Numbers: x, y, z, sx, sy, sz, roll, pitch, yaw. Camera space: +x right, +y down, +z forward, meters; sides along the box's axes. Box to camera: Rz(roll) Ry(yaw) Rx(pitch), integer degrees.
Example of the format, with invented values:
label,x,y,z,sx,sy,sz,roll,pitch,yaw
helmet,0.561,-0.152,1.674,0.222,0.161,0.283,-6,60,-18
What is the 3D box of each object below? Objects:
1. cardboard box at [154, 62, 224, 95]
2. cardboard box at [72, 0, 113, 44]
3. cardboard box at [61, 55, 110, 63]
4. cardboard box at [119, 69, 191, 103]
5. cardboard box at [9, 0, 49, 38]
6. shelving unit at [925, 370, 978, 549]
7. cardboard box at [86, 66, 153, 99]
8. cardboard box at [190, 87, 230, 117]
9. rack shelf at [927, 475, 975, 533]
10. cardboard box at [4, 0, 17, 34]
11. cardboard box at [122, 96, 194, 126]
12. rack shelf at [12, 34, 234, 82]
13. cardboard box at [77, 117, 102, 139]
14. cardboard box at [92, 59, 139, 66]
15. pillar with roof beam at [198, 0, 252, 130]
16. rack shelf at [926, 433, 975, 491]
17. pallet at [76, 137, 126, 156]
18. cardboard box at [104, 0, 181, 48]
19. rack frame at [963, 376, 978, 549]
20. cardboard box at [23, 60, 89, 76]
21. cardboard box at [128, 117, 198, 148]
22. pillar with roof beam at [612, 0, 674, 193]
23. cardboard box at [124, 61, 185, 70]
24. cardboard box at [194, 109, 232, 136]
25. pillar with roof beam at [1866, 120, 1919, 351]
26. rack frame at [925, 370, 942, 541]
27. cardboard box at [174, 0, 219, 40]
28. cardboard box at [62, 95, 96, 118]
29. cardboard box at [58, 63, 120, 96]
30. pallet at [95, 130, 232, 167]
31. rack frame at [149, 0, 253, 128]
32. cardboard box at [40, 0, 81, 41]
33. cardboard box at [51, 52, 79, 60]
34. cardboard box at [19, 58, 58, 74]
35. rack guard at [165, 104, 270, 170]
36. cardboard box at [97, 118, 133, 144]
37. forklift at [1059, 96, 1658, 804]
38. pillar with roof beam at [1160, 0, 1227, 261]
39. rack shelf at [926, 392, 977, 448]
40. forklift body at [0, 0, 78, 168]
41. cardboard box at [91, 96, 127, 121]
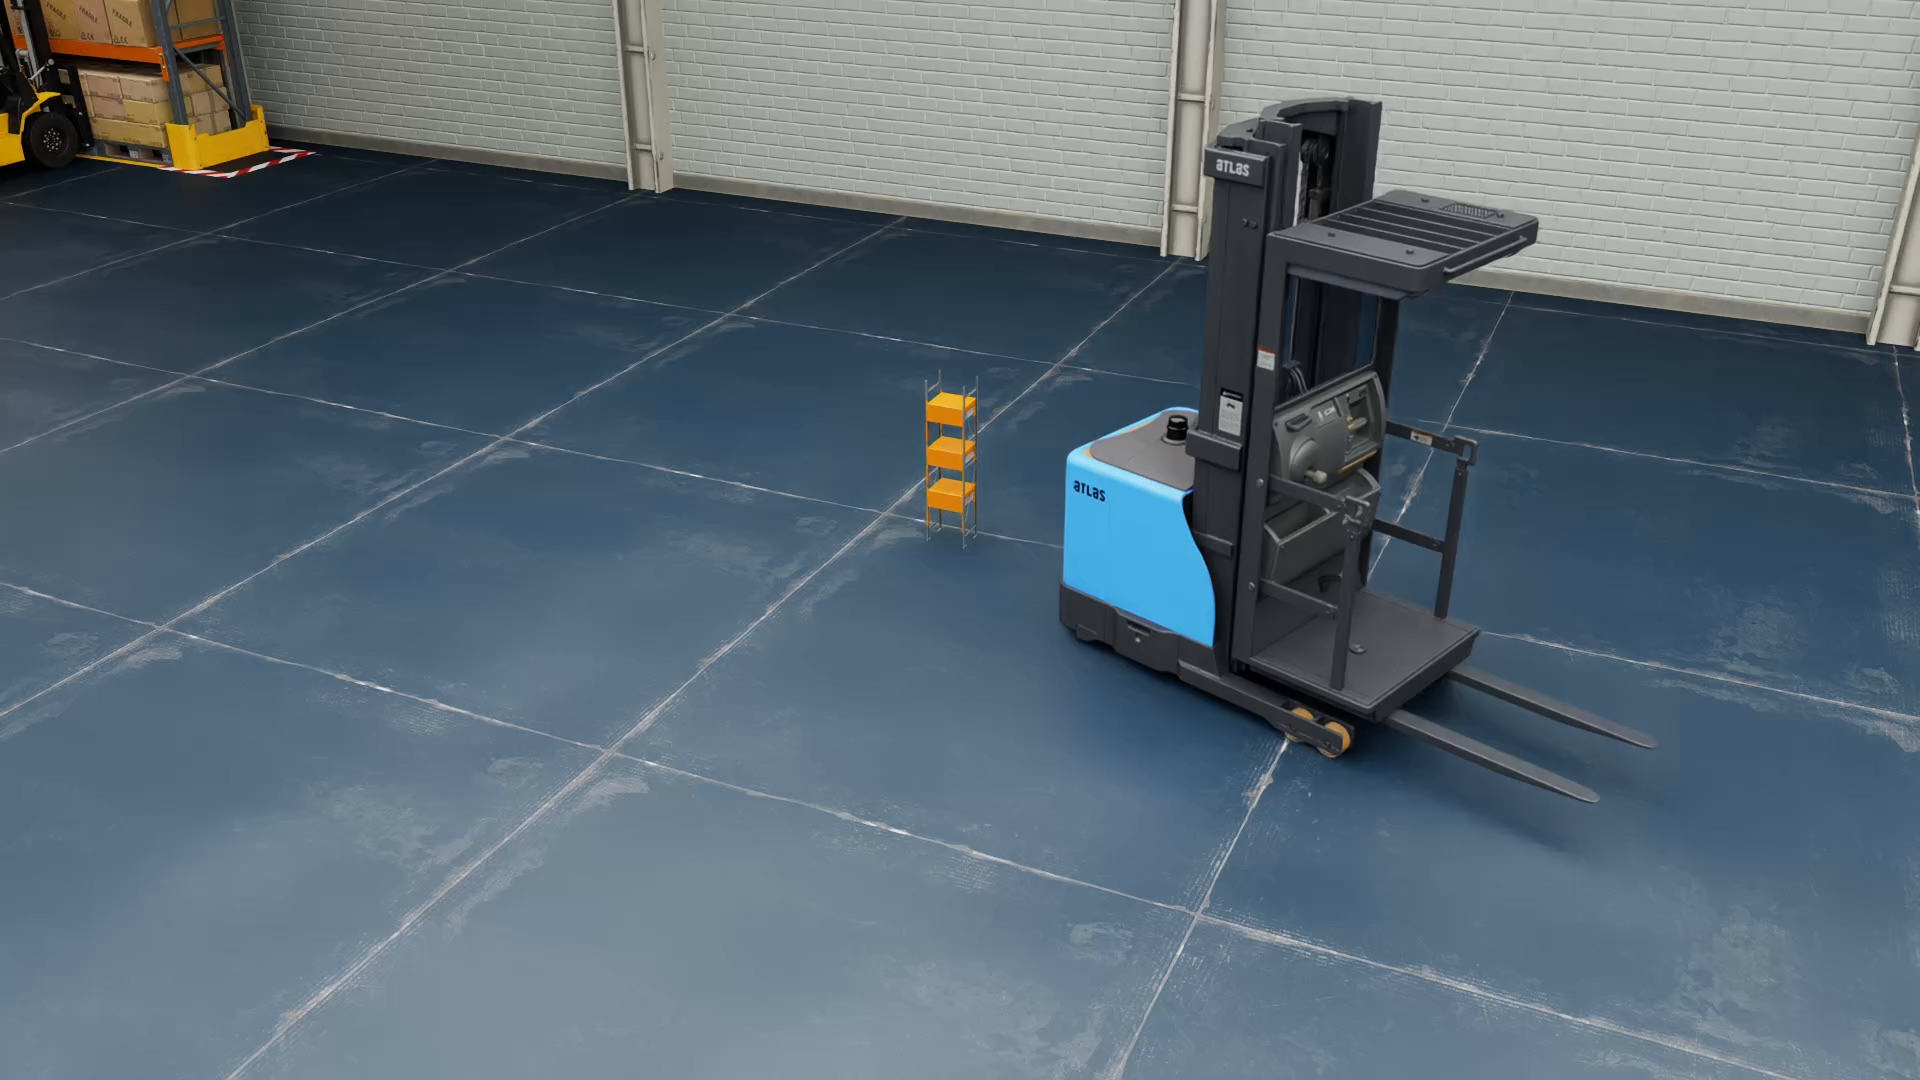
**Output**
label,x,y,z,sx,sy,sz,roll,pitch,yaw
cardboard box,-8.891,-5.327,19.179,0.500,0.250,0.500,11,28,21
cardboard box,-9.557,-5.887,18.699,0.500,0.500,0.500,12,29,23
cardboard box,-10.261,-5.609,19.752,0.500,0.250,0.500,11,28,21
cardboard box,-9.080,-5.122,18.763,0.500,0.250,0.500,12,29,24
cardboard box,-10.485,-6.069,19.067,0.500,0.500,0.500,12,28,22
shelving unit,-0.049,-0.481,10.038,0.252,1.050,0.215,11,28,22
cardboard box,-9.547,-5.213,18.947,0.500,0.250,0.500,12,29,23
cardboard box,-8.874,-5.108,19.301,0.500,0.250,0.500,12,29,23
rack shelf,-0.049,-0.222,10.165,0.240,0.259,0.215,11,28,22
cardboard box,-10.934,-6.169,19.271,0.500,0.500,0.500,11,28,21
cardboard box,-9.104,-4.902,18.882,0.500,0.250,0.500,11,28,21
rack shelf,-10.352,-5.803,19.454,4.000,0.370,1.077,11,28,22
cardboard box,-9.990,-4.863,19.369,0.500,0.250,0.500,12,29,22
cardboard box,-9.798,-5.513,19.556,0.500,0.250,0.500,11,28,21
pillar with roof beam,-10.574,-7.210,14.706,0.400,9.000,9.100,11,28,22
rack shelf,-0.049,-0.471,10.043,0.240,0.259,0.215,11,28,22
pallet,-10.352,-4.855,19.873,1.213,0.211,1.003,11,28,22
cardboard box,-9.088,-5.789,18.499,0.500,0.500,0.500,11,28,21
rack frame,0.062,-0.458,9.993,0.008,1.050,0.200,11,28,22
cardboard box,-10.469,-5.397,19.321,0.500,0.250,0.500,11,28,21
cardboard box,-9.090,-4.673,18.984,0.500,0.250,0.500,12,28,22
pillar with roof beam,-5.112,-6.113,12.478,0.400,9.000,9.100,11,28,22
cardboard box,-9.347,-5.417,19.362,0.500,0.250,0.500,11,28,22
cardboard box,-8.898,-4.883,19.409,0.500,0.250,0.500,11,28,22
pillar with roof beam,5.811,-3.919,8.022,0.400,9.000,9.100,11,28,22
rack frame,-0.160,-0.503,10.083,0.008,1.050,0.200,11,28,22
cardboard box,-8.867,-6.007,18.941,0.500,0.500,0.500,12,29,23
cardboard box,-10.035,-5.084,19.252,0.500,0.250,0.500,11,28,21
cardboard box,-10.010,-5.301,19.127,0.500,0.250,0.500,12,29,22
pallet,-9.245,-4.632,19.418,1.213,0.211,1.003,11,28,22
rack frame,-8.531,-5.760,18.553,0.127,3.000,1.000,11,28,22
cardboard box,-10.023,-5.981,18.889,0.500,0.500,0.500,11,28,21
cardboard box,-10.722,-5.698,19.932,0.500,0.250,0.500,12,28,22
cardboard box,-10.943,-5.496,19.522,0.500,0.250,0.500,12,29,24
rack guard,-8.510,-4.634,19.096,0.348,0.500,1.175,11,28,22
cardboard box,-9.539,-4.768,19.176,0.500,0.250,0.500,11,28,22
forklift,1.958,-0.517,7.982,3.031,2.935,1.130,23,34,38
pillar with roof beam,0.349,-5.016,10.250,0.400,9.000,9.100,11,28,22
rack shelf,-0.049,-0.726,9.917,0.240,0.259,0.215,11,28,22
forklift body,-11.013,-4.992,17.954,1.214,2.155,2.313,11,28,22
cardboard box,-9.556,-4.998,19.077,0.500,0.250,0.500,11,28,21
